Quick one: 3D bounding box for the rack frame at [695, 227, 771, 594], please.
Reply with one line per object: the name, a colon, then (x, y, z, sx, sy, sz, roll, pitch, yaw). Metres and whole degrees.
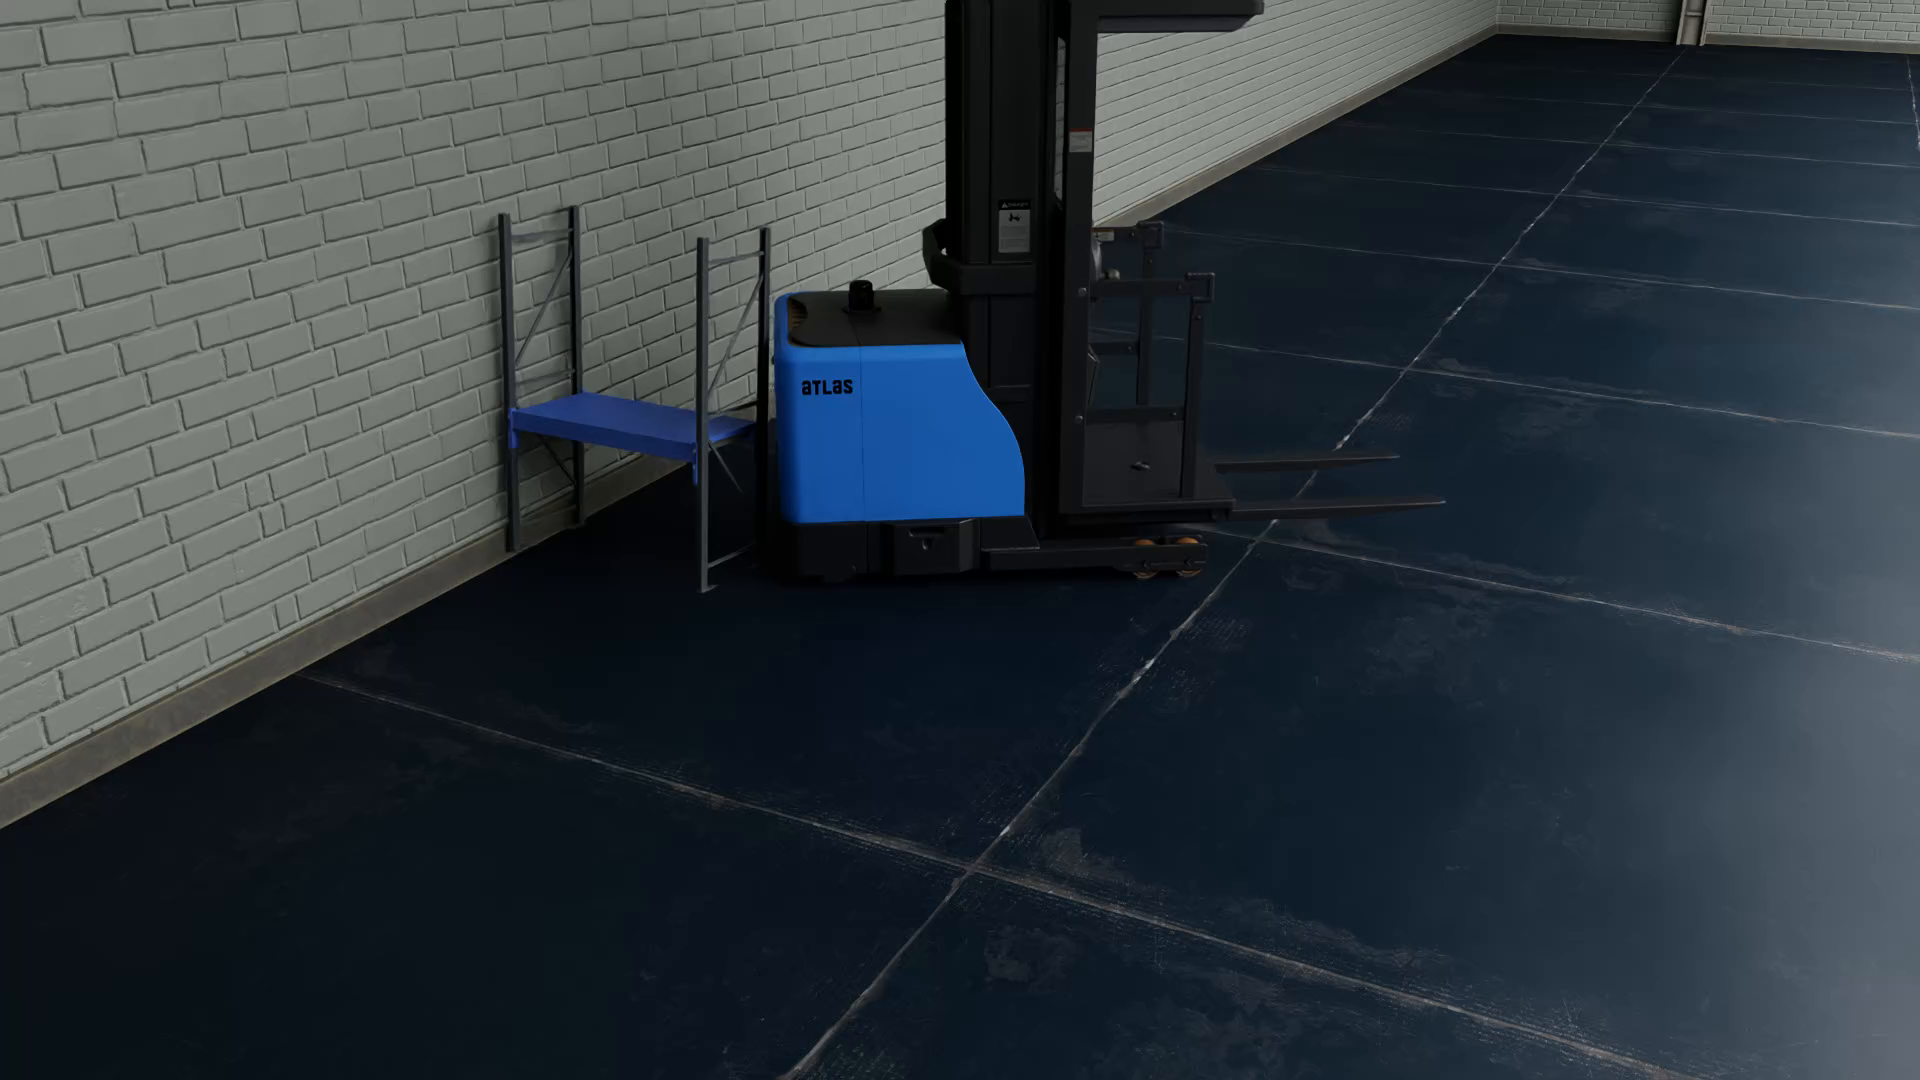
rack frame: (-0.963, -0.549, 7.065, 0.032, 1.500, 0.500, 11, 19, 24)

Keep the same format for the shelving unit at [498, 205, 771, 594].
shelving unit: (-1.418, -0.638, 7.275, 1.048, 1.500, 0.538, 11, 19, 24)

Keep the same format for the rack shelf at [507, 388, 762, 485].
rack shelf: (-1.427, -0.467, 7.328, 1.000, 0.185, 0.538, 11, 19, 24)

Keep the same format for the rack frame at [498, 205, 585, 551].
rack frame: (-1.872, -0.727, 7.485, 0.032, 1.500, 0.500, 11, 19, 24)

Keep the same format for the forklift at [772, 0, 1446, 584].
forklift: (0.677, -1.386, 7.263, 3.031, 2.935, 1.130, -2, 23, -5)

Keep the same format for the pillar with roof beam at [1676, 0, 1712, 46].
pillar with roof beam: (9.460, -10.386, 20.673, 0.400, 9.000, 9.100, 11, 25, 25)
